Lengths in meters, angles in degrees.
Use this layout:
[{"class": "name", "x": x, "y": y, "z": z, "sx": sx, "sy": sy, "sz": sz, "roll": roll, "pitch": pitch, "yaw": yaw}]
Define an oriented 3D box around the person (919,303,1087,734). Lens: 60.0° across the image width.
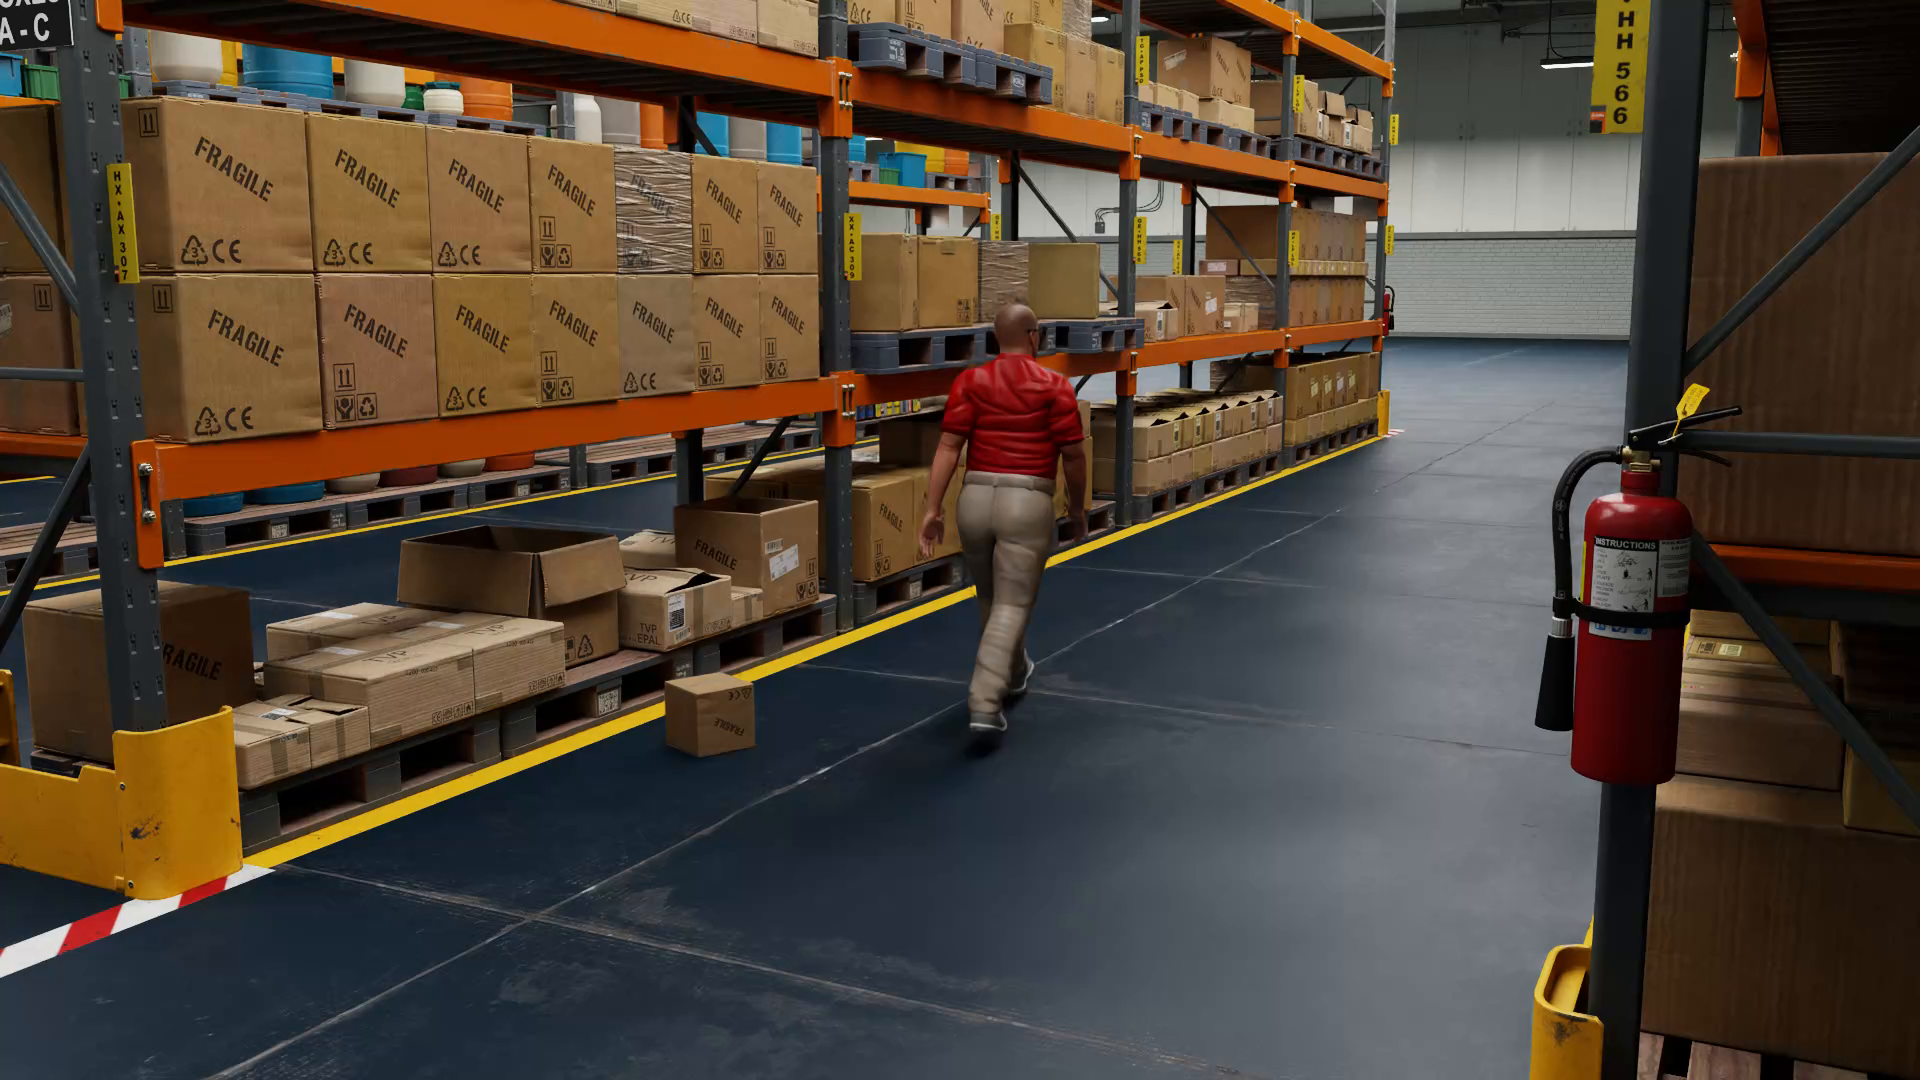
[{"class": "person", "x": 0.211, "y": -0.113, "z": 6.654, "sx": 0.576, "sy": 1.651, "sz": 1.113, "roll": 4, "pitch": 10, "yaw": 24}]
